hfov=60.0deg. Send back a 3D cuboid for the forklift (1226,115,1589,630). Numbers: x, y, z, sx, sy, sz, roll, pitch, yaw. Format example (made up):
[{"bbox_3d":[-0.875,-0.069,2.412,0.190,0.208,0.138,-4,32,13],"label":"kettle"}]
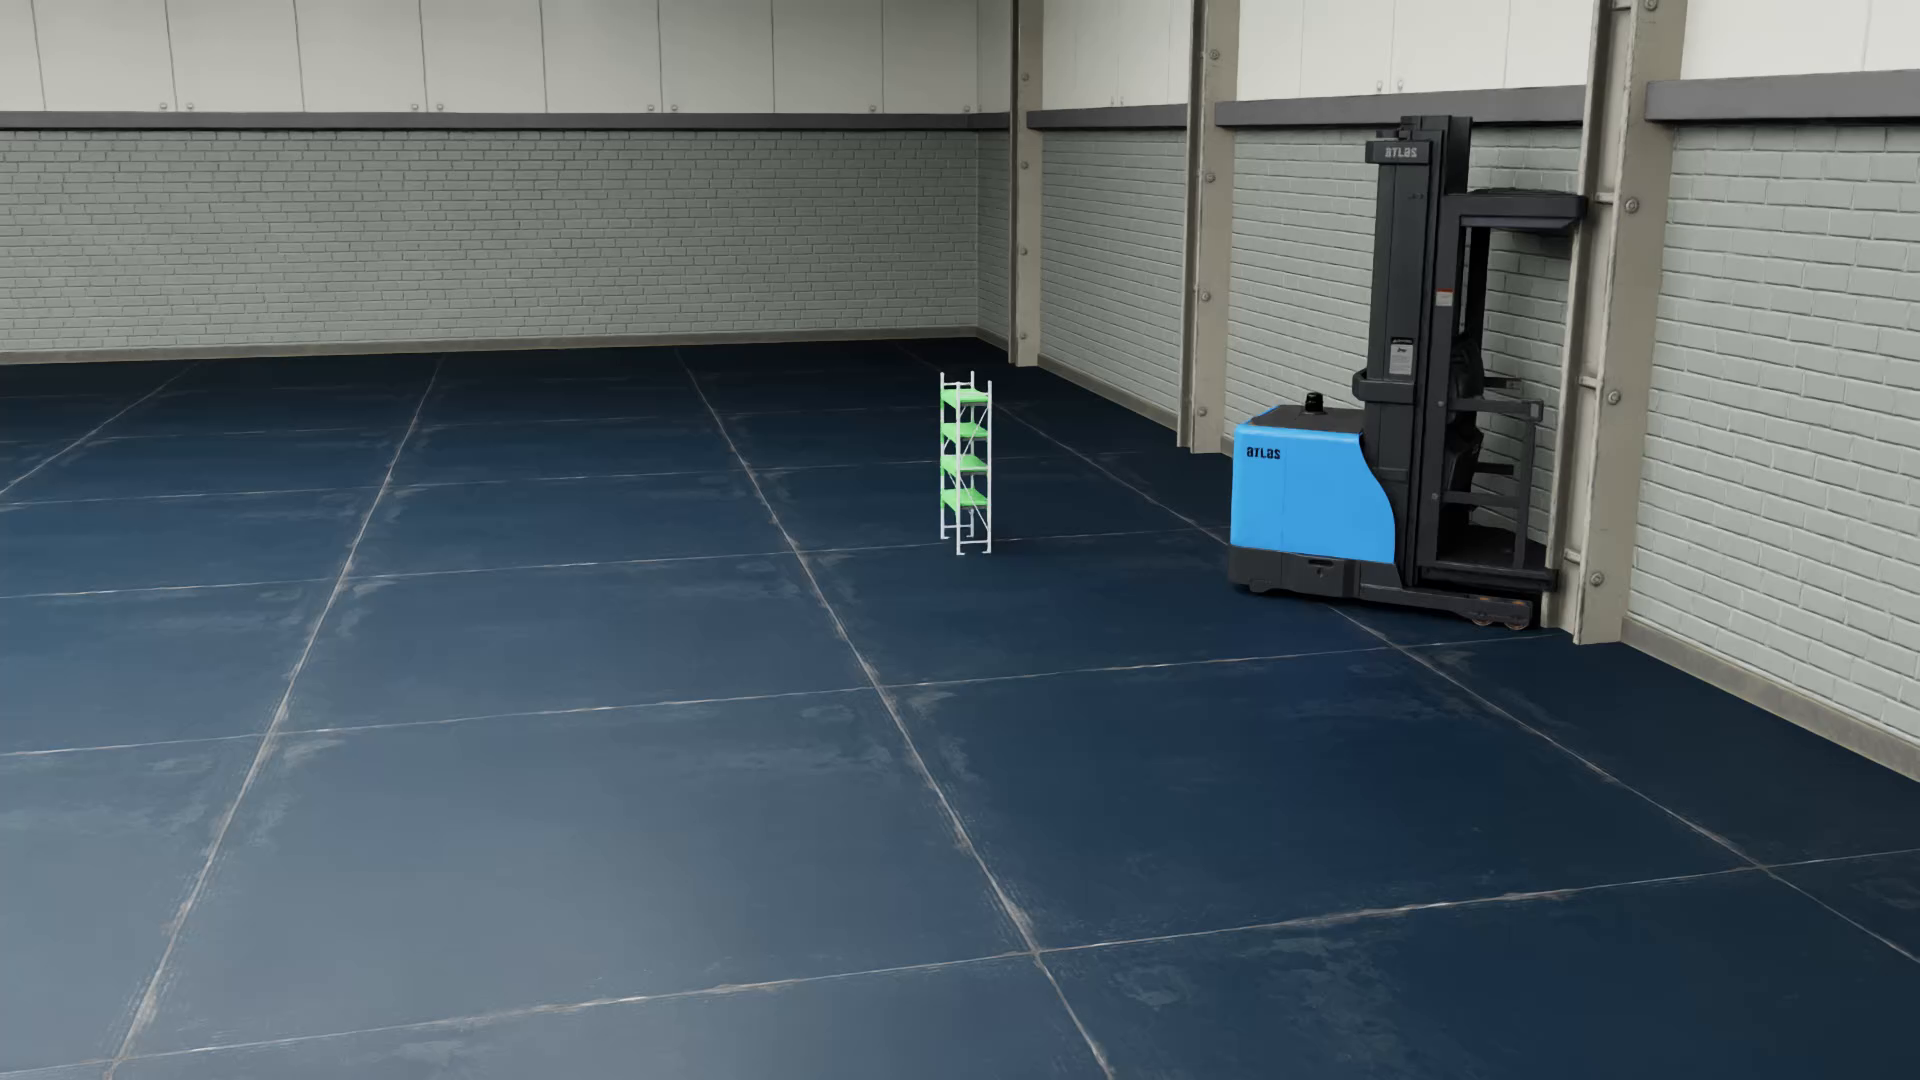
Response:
[{"bbox_3d":[3.250,-1.040,10.007,3.031,2.935,1.130,7,15,26],"label":"forklift"}]

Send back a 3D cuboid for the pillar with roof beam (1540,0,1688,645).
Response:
[{"bbox_3d":[-0.556,-3.589,7.656,9.100,9.000,0.400,-3,14,-13],"label":"pillar with roof beam"}]

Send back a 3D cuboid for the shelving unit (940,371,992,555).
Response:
[{"bbox_3d":[0.039,-0.545,11.628,0.258,1.200,0.503,-3,14,-13],"label":"shelving unit"}]

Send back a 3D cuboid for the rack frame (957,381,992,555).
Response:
[{"bbox_3d":[0.096,-0.488,11.398,0.240,1.200,0.015,-3,14,-13],"label":"rack frame"}]

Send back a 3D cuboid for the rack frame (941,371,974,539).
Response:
[{"bbox_3d":[-0.018,-0.601,11.859,0.240,1.200,0.015,-3,14,-13],"label":"rack frame"}]

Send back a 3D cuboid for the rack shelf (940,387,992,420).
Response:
[{"bbox_3d":[0.039,-0.949,11.530,0.258,0.148,0.480,-3,14,-13],"label":"rack shelf"}]

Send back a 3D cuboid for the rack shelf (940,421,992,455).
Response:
[{"bbox_3d":[0.039,-0.716,11.587,0.258,0.148,0.480,-3,14,-13],"label":"rack shelf"}]

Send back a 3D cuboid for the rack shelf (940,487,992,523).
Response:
[{"bbox_3d":[0.039,-0.249,11.700,0.258,0.148,0.480,-3,14,-13],"label":"rack shelf"}]

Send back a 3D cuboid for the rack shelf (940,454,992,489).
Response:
[{"bbox_3d":[0.039,-0.483,11.644,0.258,0.148,0.480,-3,14,-13],"label":"rack shelf"}]

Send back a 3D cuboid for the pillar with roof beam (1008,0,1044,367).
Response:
[{"bbox_3d":[-3.374,-6.357,18.987,9.100,9.000,0.400,-3,14,-13],"label":"pillar with roof beam"}]

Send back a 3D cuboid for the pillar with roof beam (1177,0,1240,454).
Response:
[{"bbox_3d":[-1.965,-4.973,13.322,9.100,9.000,0.400,-3,14,-13],"label":"pillar with roof beam"}]
